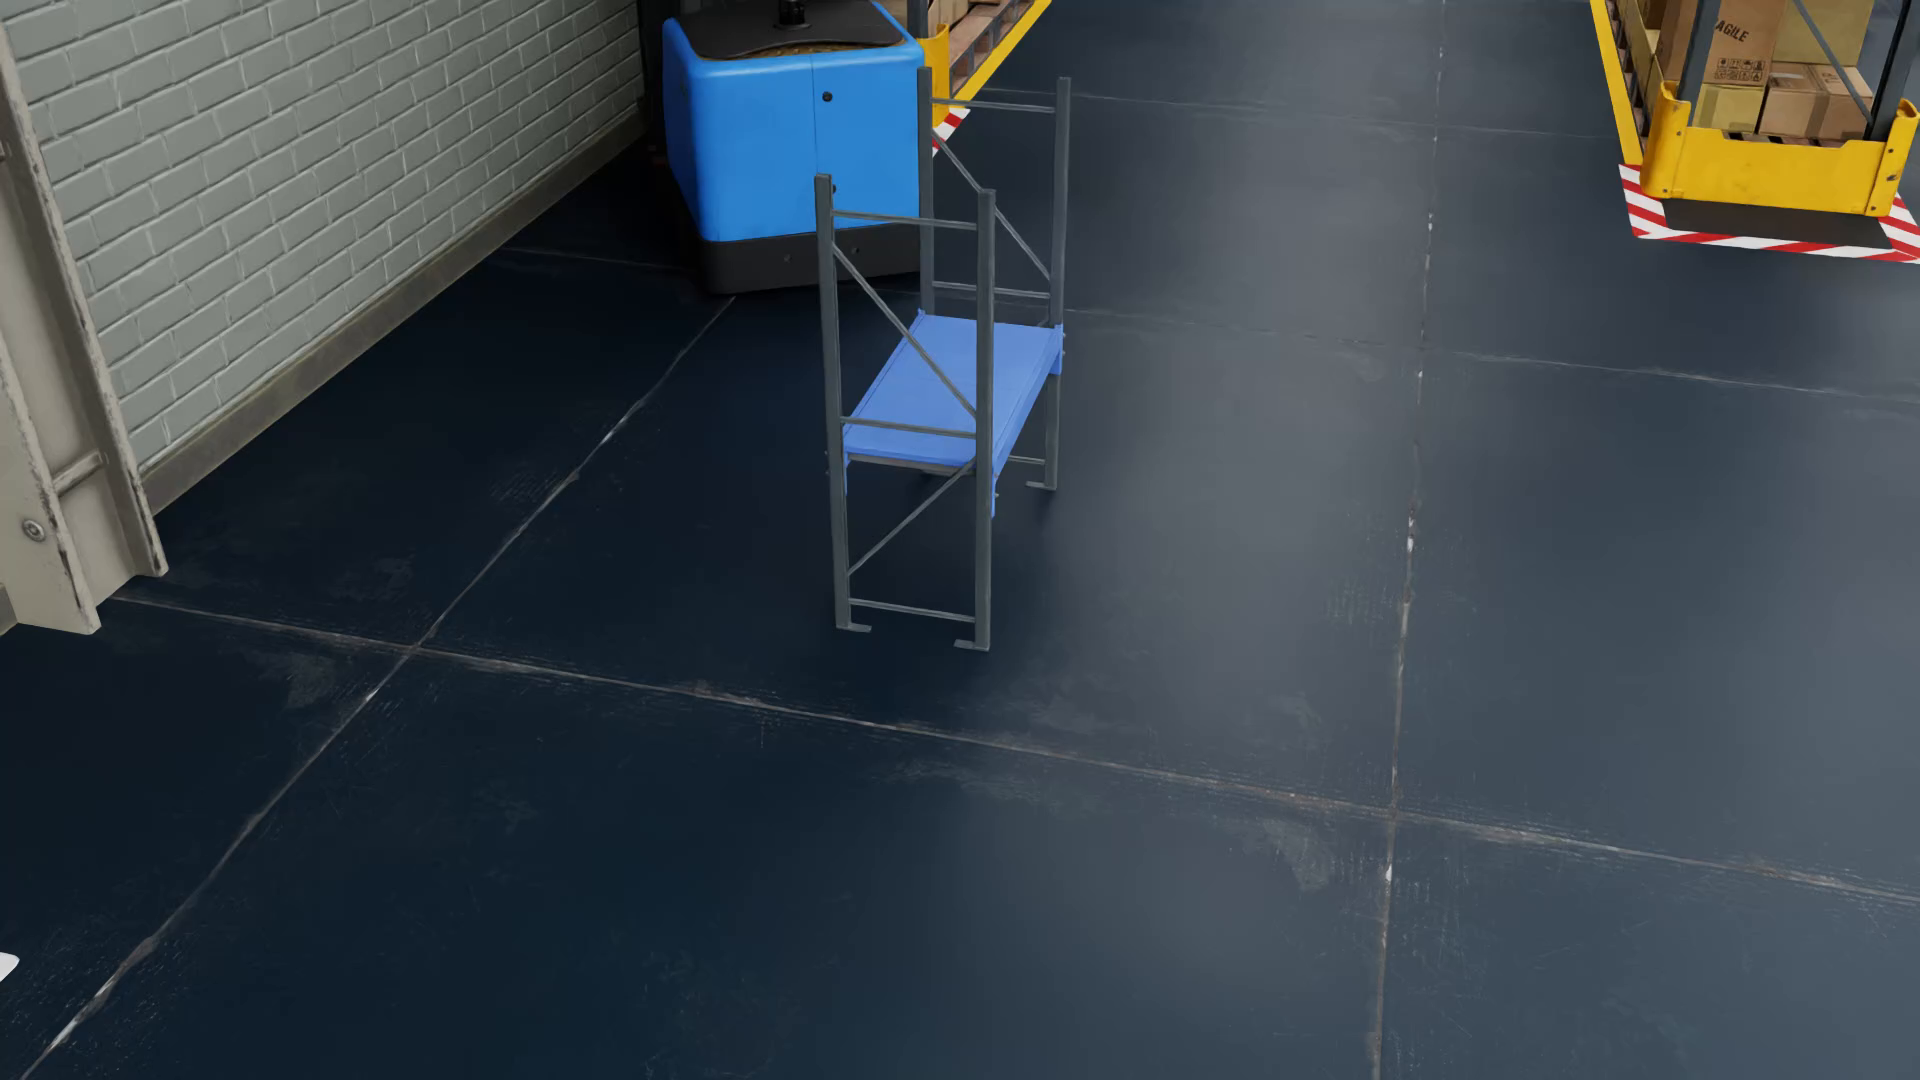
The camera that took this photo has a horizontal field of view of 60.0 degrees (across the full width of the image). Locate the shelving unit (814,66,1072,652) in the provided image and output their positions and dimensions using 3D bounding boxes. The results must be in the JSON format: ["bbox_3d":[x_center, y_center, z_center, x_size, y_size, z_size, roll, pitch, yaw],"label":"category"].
[{"bbox_3d":[-0.022,-0.589,5.278,0.538,1.500,1.048,8,33,12],"label":"shelving unit"}]

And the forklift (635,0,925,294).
[{"bbox_3d":[-1.047,-3.102,7.897,1.130,2.935,3.031,-9,34,-14],"label":"forklift"}]

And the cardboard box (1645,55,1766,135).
[{"bbox_3d":[3.967,-2.384,8.875,0.500,0.250,0.500,8,33,12],"label":"cardboard box"}]

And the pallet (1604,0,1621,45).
[{"bbox_3d":[4.890,-3.541,11.122,1.003,0.211,1.213,8,33,12],"label":"pallet"}]

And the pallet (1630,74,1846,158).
[{"bbox_3d":[4.271,-2.274,9.131,1.003,0.211,1.213,8,33,12],"label":"pallet"}]

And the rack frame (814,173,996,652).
[{"bbox_3d":[-0.151,-0.325,4.863,0.500,1.500,0.032,8,33,12],"label":"rack frame"}]

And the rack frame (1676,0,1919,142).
[{"bbox_3d":[4.117,-3.048,7.749,1.000,3.000,0.127,8,33,12],"label":"rack frame"}]

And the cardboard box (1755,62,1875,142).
[{"bbox_3d":[4.468,-2.313,8.764,0.500,0.250,0.500,8,33,12],"label":"cardboard box"}]

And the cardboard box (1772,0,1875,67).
[{"bbox_3d":[4.593,-2.890,8.972,0.500,0.500,0.500,8,33,12],"label":"cardboard box"}]

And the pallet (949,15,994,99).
[{"bbox_3d":[-0.416,-3.000,10.273,1.003,0.211,1.213,8,33,12],"label":"pallet"}]

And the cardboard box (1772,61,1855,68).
[{"bbox_3d":[4.592,-2.573,9.173,0.500,0.250,0.500,8,33,12],"label":"cardboard box"}]

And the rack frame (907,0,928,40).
[{"bbox_3d":[-0.675,-3.721,8.807,1.000,3.000,0.127,8,33,12],"label":"rack frame"}]

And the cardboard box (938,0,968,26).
[{"bbox_3d":[-0.268,-3.415,10.421,0.500,0.311,0.500,11,34,16],"label":"cardboard box"}]

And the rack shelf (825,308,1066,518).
[{"bbox_3d":[-0.022,-0.437,5.374,0.538,0.185,1.000,8,33,12],"label":"rack shelf"}]

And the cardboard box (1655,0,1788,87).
[{"bbox_3d":[3.965,-2.701,8.675,0.500,0.500,0.500,8,33,12],"label":"cardboard box"}]

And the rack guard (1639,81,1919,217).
[{"bbox_3d":[4.111,-1.981,8.400,1.175,0.500,0.348,8,33,12],"label":"rack guard"}]

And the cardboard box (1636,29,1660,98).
[{"bbox_3d":[4.083,-2.645,9.286,0.500,0.250,0.500,8,33,12],"label":"cardboard box"}]

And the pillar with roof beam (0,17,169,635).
[{"bbox_3d":[1.307,-3.034,2.135,9.100,9.000,0.400,8,33,12],"label":"pillar with roof beam"}]

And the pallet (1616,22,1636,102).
[{"bbox_3d":[4.582,-2.905,10.123,1.003,0.211,1.213,8,33,12],"label":"pallet"}]

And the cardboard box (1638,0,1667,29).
[{"bbox_3d":[4.205,-3.222,9.494,0.500,0.500,0.500,8,33,12],"label":"cardboard box"}]

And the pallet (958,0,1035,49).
[{"bbox_3d":[-0.104,-3.632,11.266,1.003,0.211,1.213,8,33,12],"label":"pallet"}]

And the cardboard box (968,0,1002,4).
[{"bbox_3d":[-0.033,-3.868,10.959,0.700,0.500,0.500,6,33,9],"label":"cardboard box"}]

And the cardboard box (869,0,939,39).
[{"bbox_3d":[-0.413,-3.119,9.956,0.500,0.311,0.500,4,33,7],"label":"cardboard box"}]

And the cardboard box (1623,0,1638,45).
[{"bbox_3d":[4.337,-3.164,10.102,0.500,0.250,0.500,8,33,12],"label":"cardboard box"}]

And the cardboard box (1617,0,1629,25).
[{"bbox_3d":[4.458,-3.424,10.512,0.500,0.250,0.500,8,33,12],"label":"cardboard box"}]

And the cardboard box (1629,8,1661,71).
[{"bbox_3d":[4.208,-2.905,9.695,0.500,0.250,0.500,8,33,12],"label":"cardboard box"}]

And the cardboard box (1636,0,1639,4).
[{"bbox_3d":[4.333,-3.481,9.902,0.500,0.500,0.500,8,33,12],"label":"cardboard box"}]

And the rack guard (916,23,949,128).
[{"bbox_3d":[-0.656,-2.706,9.540,1.175,0.500,0.348,8,33,12],"label":"rack guard"}]

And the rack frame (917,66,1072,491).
[{"bbox_3d":[0.107,-0.852,5.693,0.500,1.500,0.032,8,33,12],"label":"rack frame"}]
